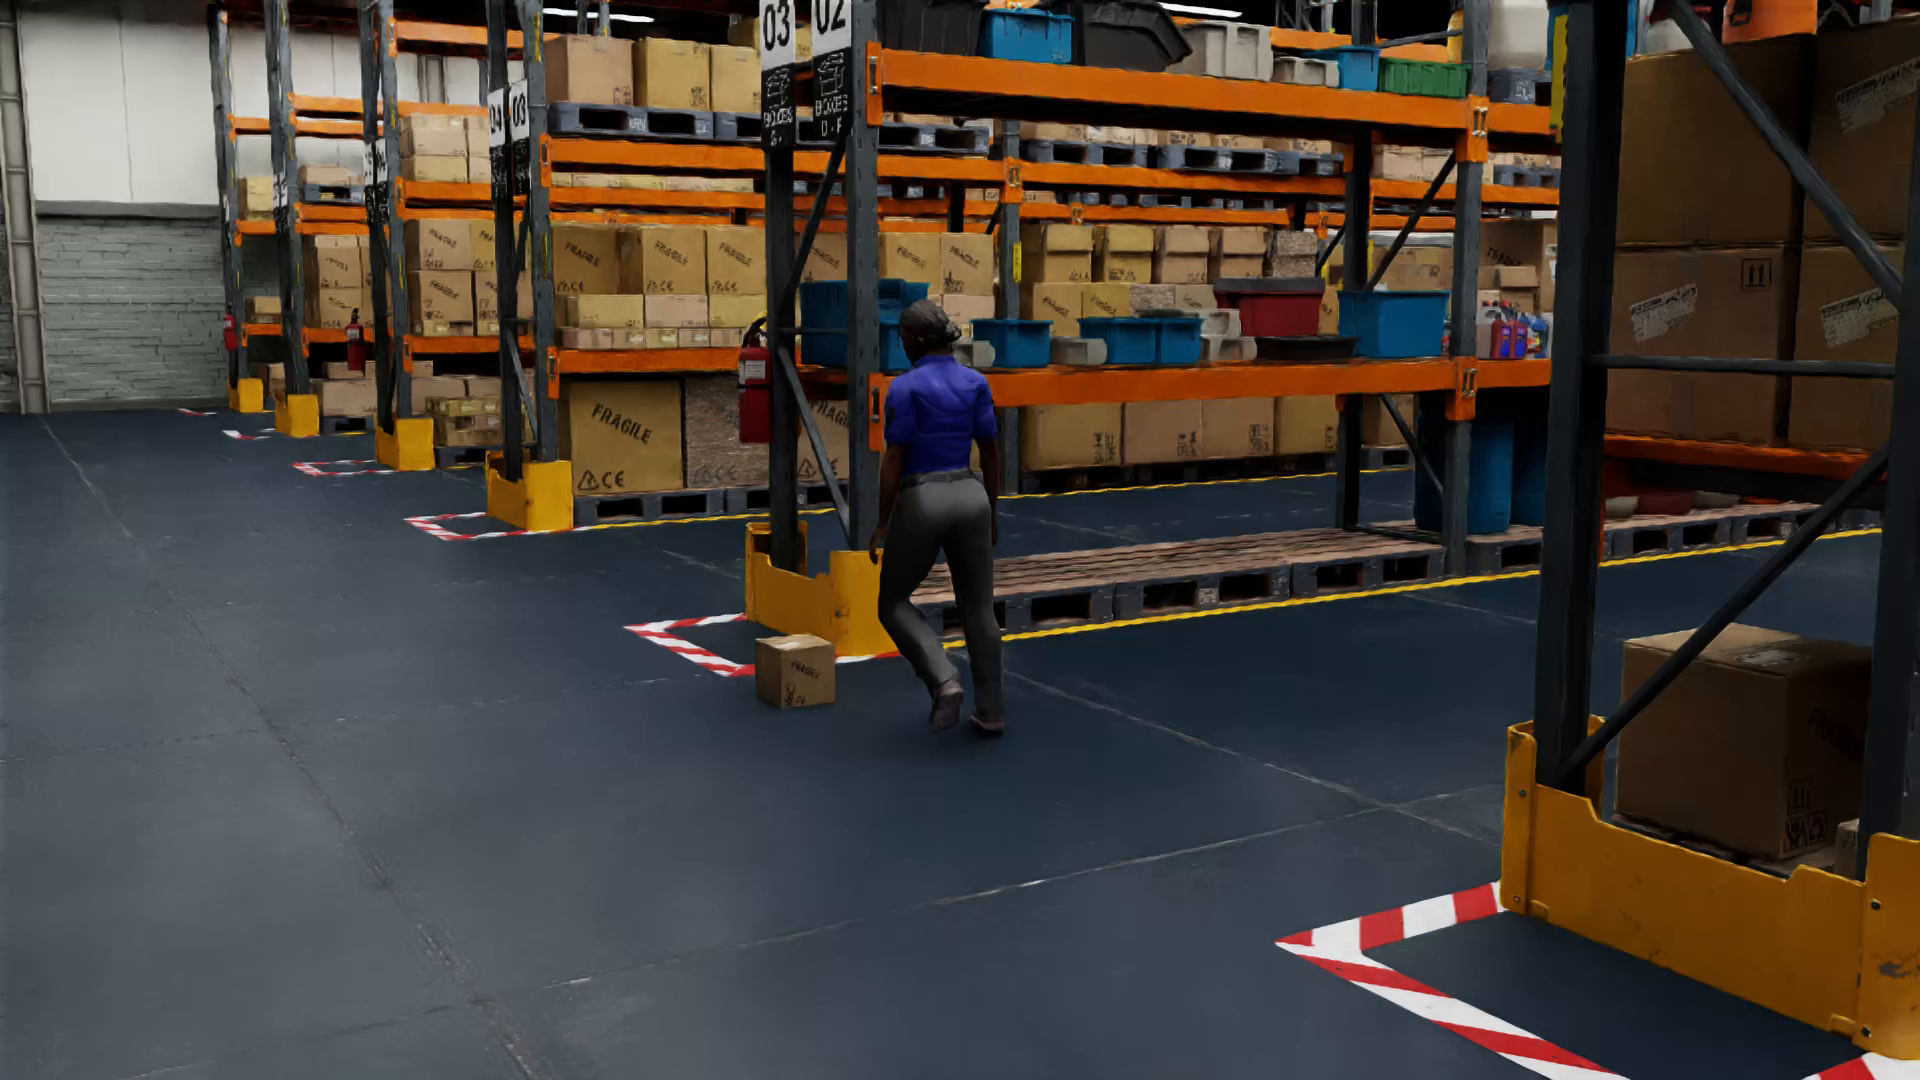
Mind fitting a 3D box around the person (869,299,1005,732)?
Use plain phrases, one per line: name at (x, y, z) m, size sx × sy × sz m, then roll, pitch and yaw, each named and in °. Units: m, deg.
person at (-0.047, -0.075, 6.249) m, size 0.570 × 1.645 × 0.459 m, roll -4°, pitch 9°, yaw -28°
